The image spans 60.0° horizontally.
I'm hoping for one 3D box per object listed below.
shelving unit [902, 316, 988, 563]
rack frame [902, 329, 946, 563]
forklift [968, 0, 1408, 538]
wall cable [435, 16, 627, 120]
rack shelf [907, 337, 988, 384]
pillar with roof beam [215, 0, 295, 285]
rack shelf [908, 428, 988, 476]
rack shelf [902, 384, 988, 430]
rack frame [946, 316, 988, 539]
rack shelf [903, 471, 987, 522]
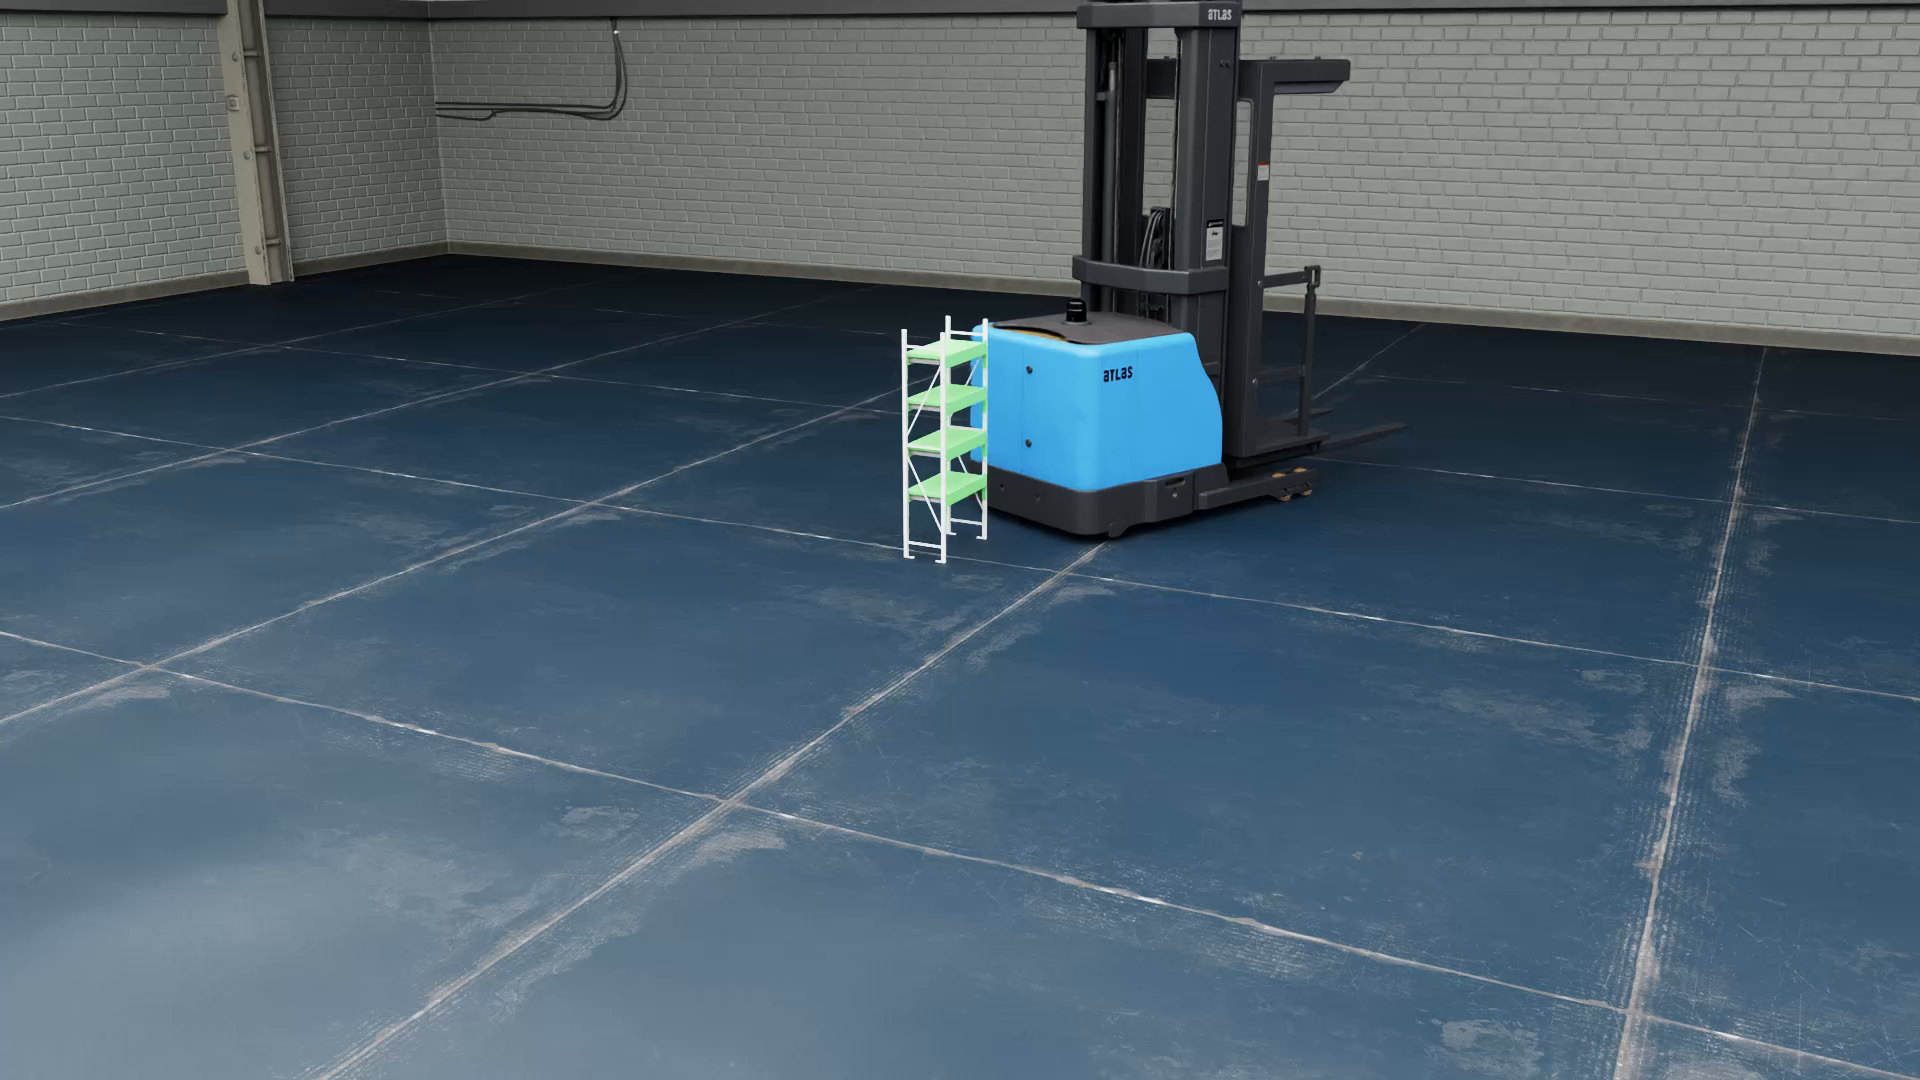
[{"bbox_3d":[-0.074,-0.533,8.712,0.258,1.200,0.503,8,18,25],"label":"shelving unit"},{"bbox_3d":[-0.183,-0.471,8.502,0.240,1.200,0.015,8,18,25],"label":"rack frame"},{"bbox_3d":[1.508,-1.737,9.724,3.031,2.935,1.130,-13,21,-37],"label":"forklift"},{"bbox_3d":[-5.322,-6.338,20.011,3.097,2.526,0.112,8,18,25],"label":"wall cable"},{"bbox_3d":[-0.074,-0.932,8.593,0.258,0.148,0.480,8,18,25],"label":"rack shelf"},{"bbox_3d":[-3.970,-6.696,15.765,9.100,9.000,0.400,8,18,25],"label":"pillar with roof beam"},{"bbox_3d":[-0.074,-0.472,8.730,0.258,0.148,0.480,8,18,25],"label":"rack shelf"},{"bbox_3d":[-0.074,-0.702,8.661,0.258,0.148,0.480,8,18,25],"label":"rack shelf"},{"bbox_3d":[0.035,-0.595,8.921,0.240,1.200,0.015,8,18,25],"label":"rack frame"},{"bbox_3d":[-0.074,-0.242,8.798,0.258,0.148,0.480,8,18,25],"label":"rack shelf"}]
